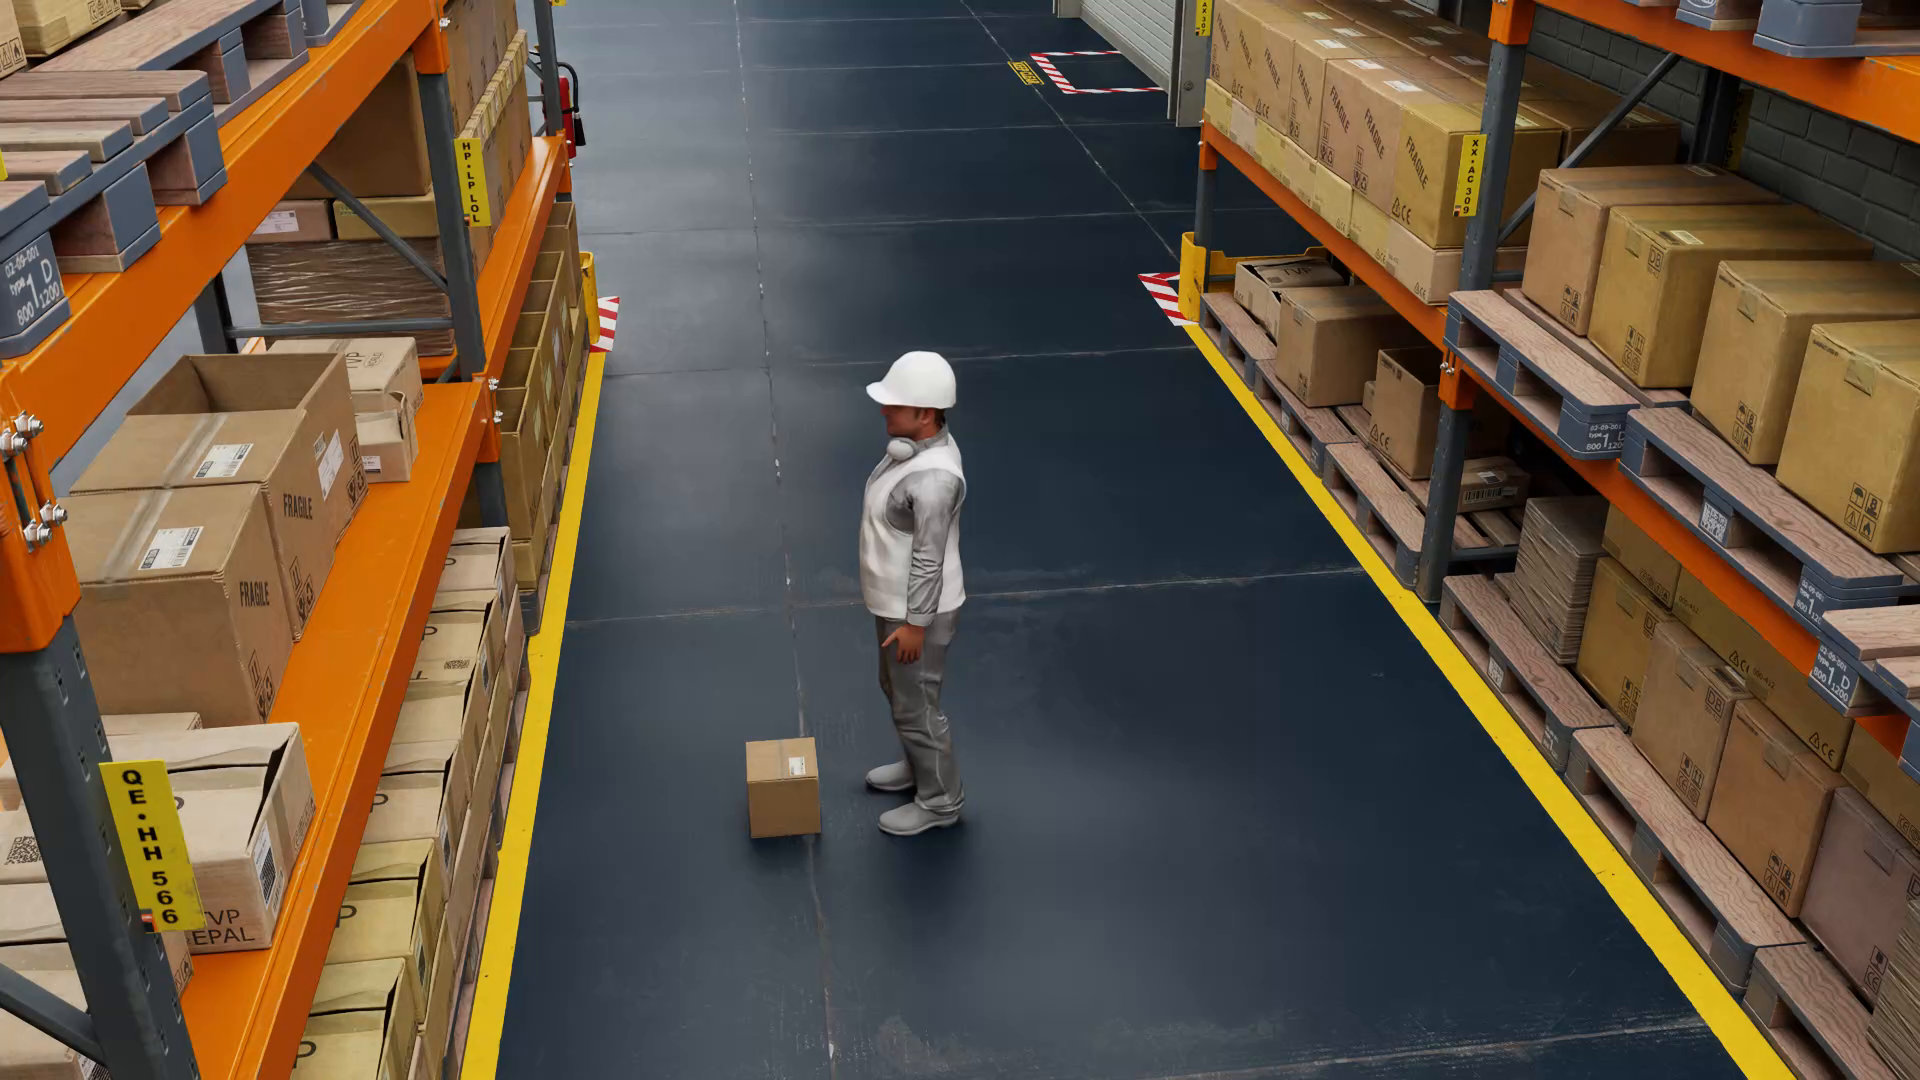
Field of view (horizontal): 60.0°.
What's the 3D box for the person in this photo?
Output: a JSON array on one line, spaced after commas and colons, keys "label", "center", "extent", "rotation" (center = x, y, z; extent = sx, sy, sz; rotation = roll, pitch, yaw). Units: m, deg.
[{"label": "person", "center": [-0.164, 0.194, 5.715], "extent": [0.358, 1.772, 0.532], "rotation": [-3, 27, -6]}]
